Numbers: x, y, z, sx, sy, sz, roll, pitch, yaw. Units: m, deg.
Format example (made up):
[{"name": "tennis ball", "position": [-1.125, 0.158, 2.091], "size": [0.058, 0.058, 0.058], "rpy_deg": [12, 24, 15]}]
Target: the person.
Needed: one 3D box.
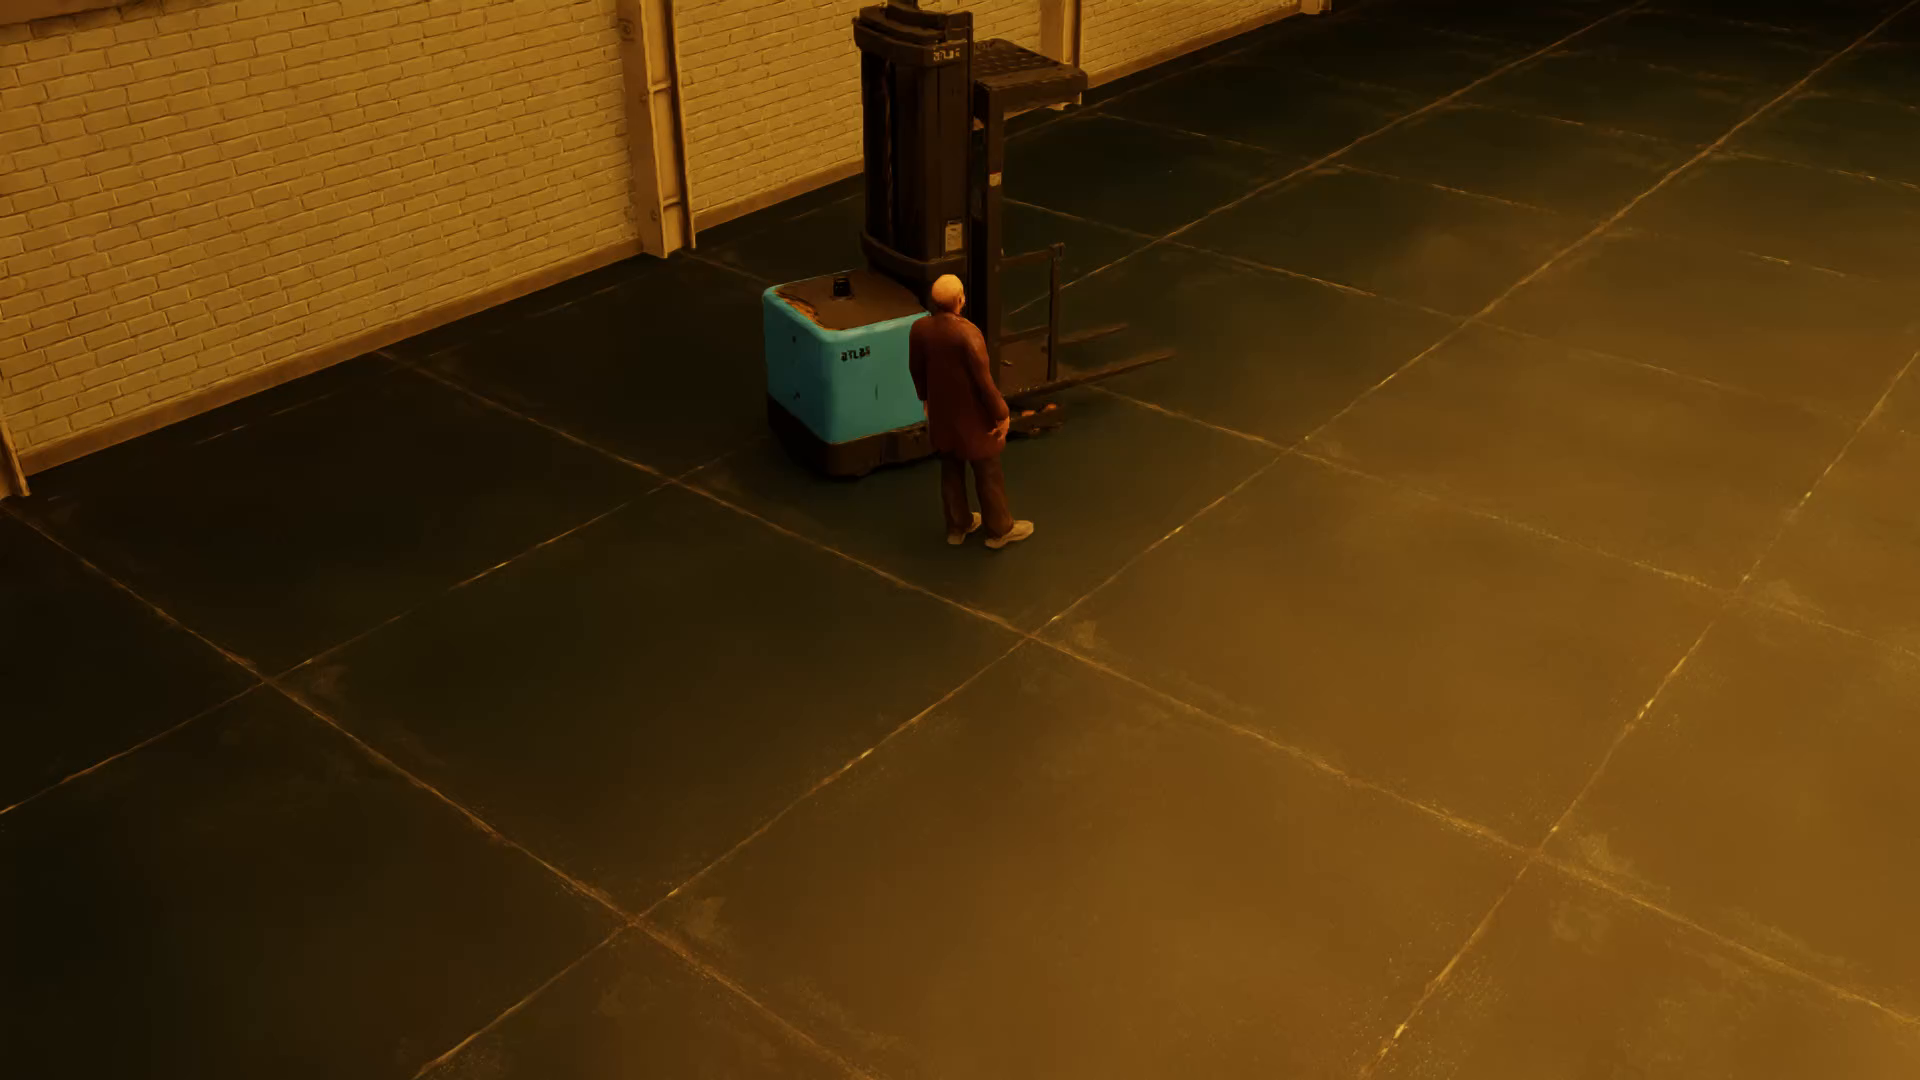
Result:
[{"name": "person", "position": [0.061, -0.808, 10.107], "size": [0.694, 1.776, 0.580], "rpy_deg": [22, 37, 33]}]

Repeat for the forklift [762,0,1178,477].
[{"name": "forklift", "position": [0.167, -2.232, 11.414], "size": [3.031, 2.935, 1.130], "rpy_deg": [-17, 34, -26]}]
